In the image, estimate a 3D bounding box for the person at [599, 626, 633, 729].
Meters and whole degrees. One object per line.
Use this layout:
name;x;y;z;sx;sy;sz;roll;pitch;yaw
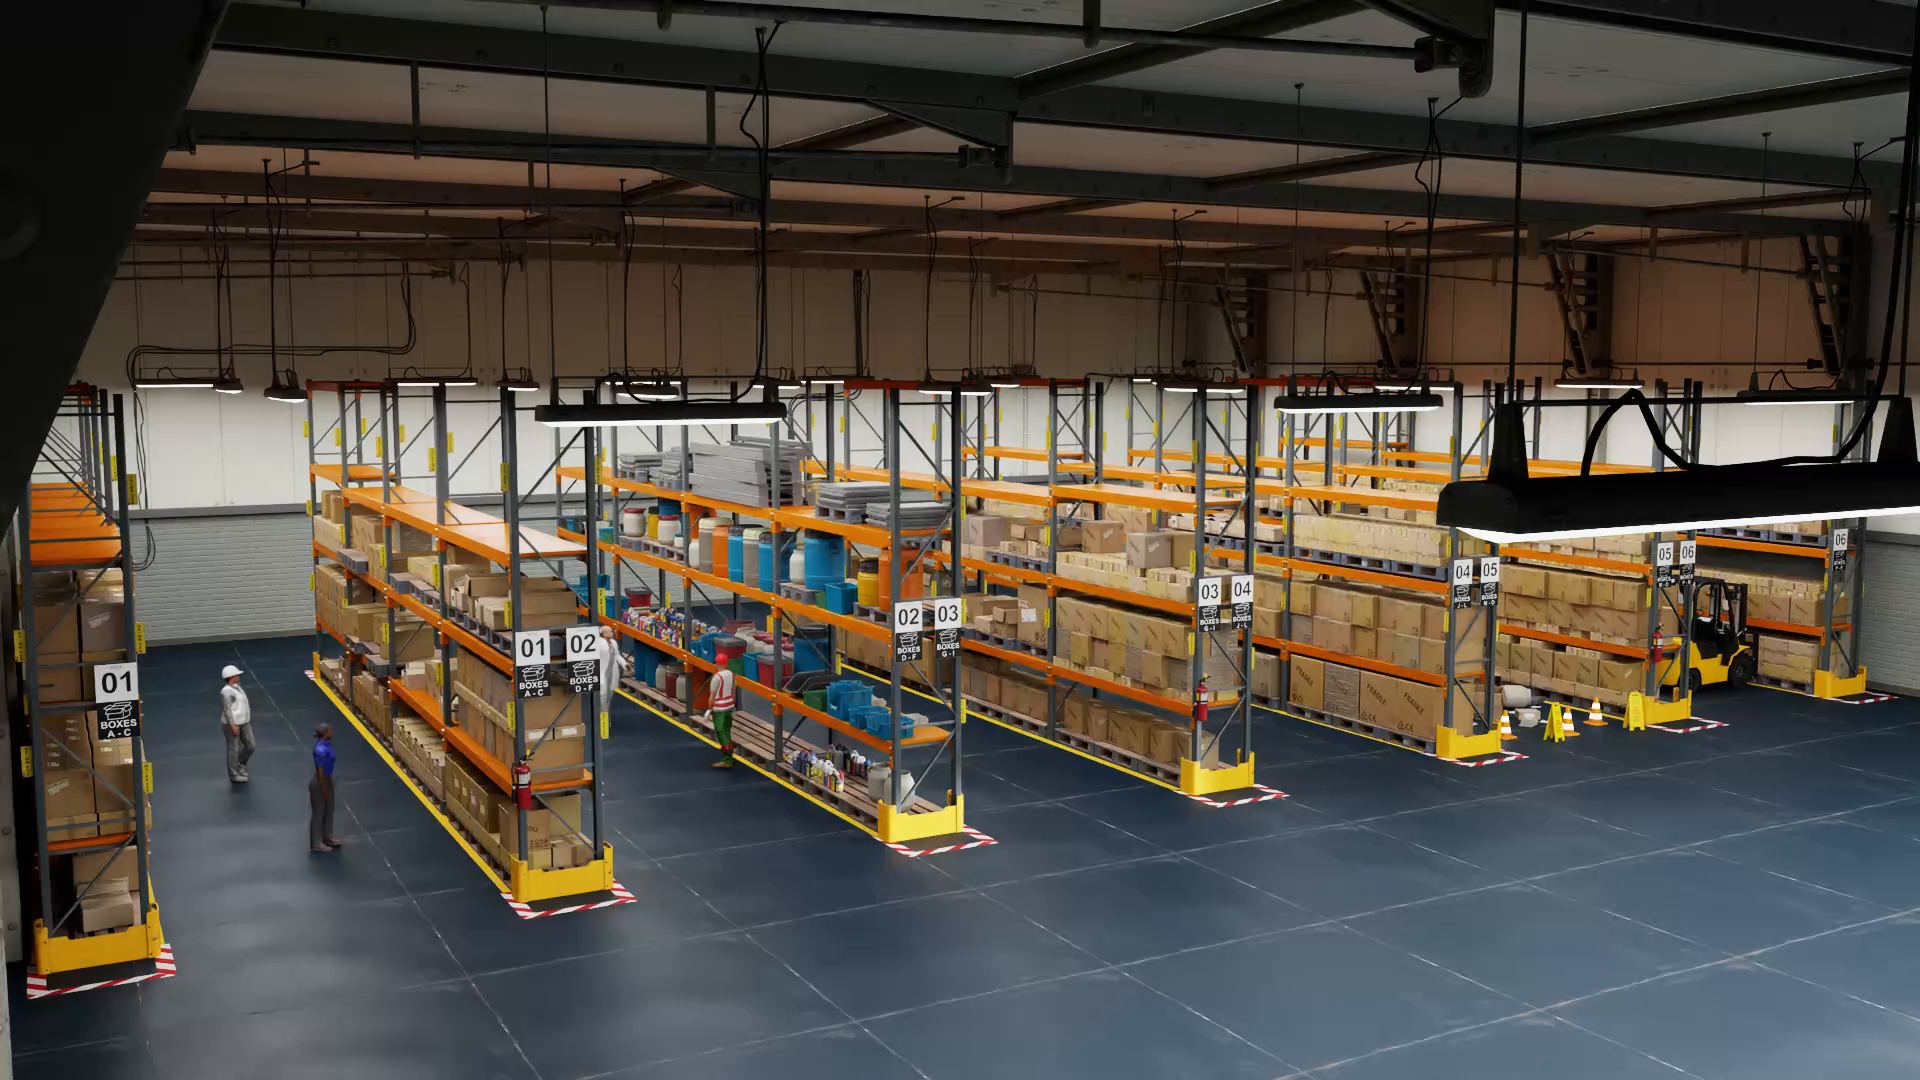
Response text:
person;-6.202;2.403;29.211;0.790;1.815;0.935;-3;7;-27

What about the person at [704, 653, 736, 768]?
person;-3.734;2.678;26.055;0.356;1.818;0.636;3;7;27

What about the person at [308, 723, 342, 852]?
person;-8.298;3.206;21.712;0.354;1.679;0.535;0;6;-4

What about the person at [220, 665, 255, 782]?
person;-10.989;2.782;25.224;0.433;1.779;0.574;1;6;12
